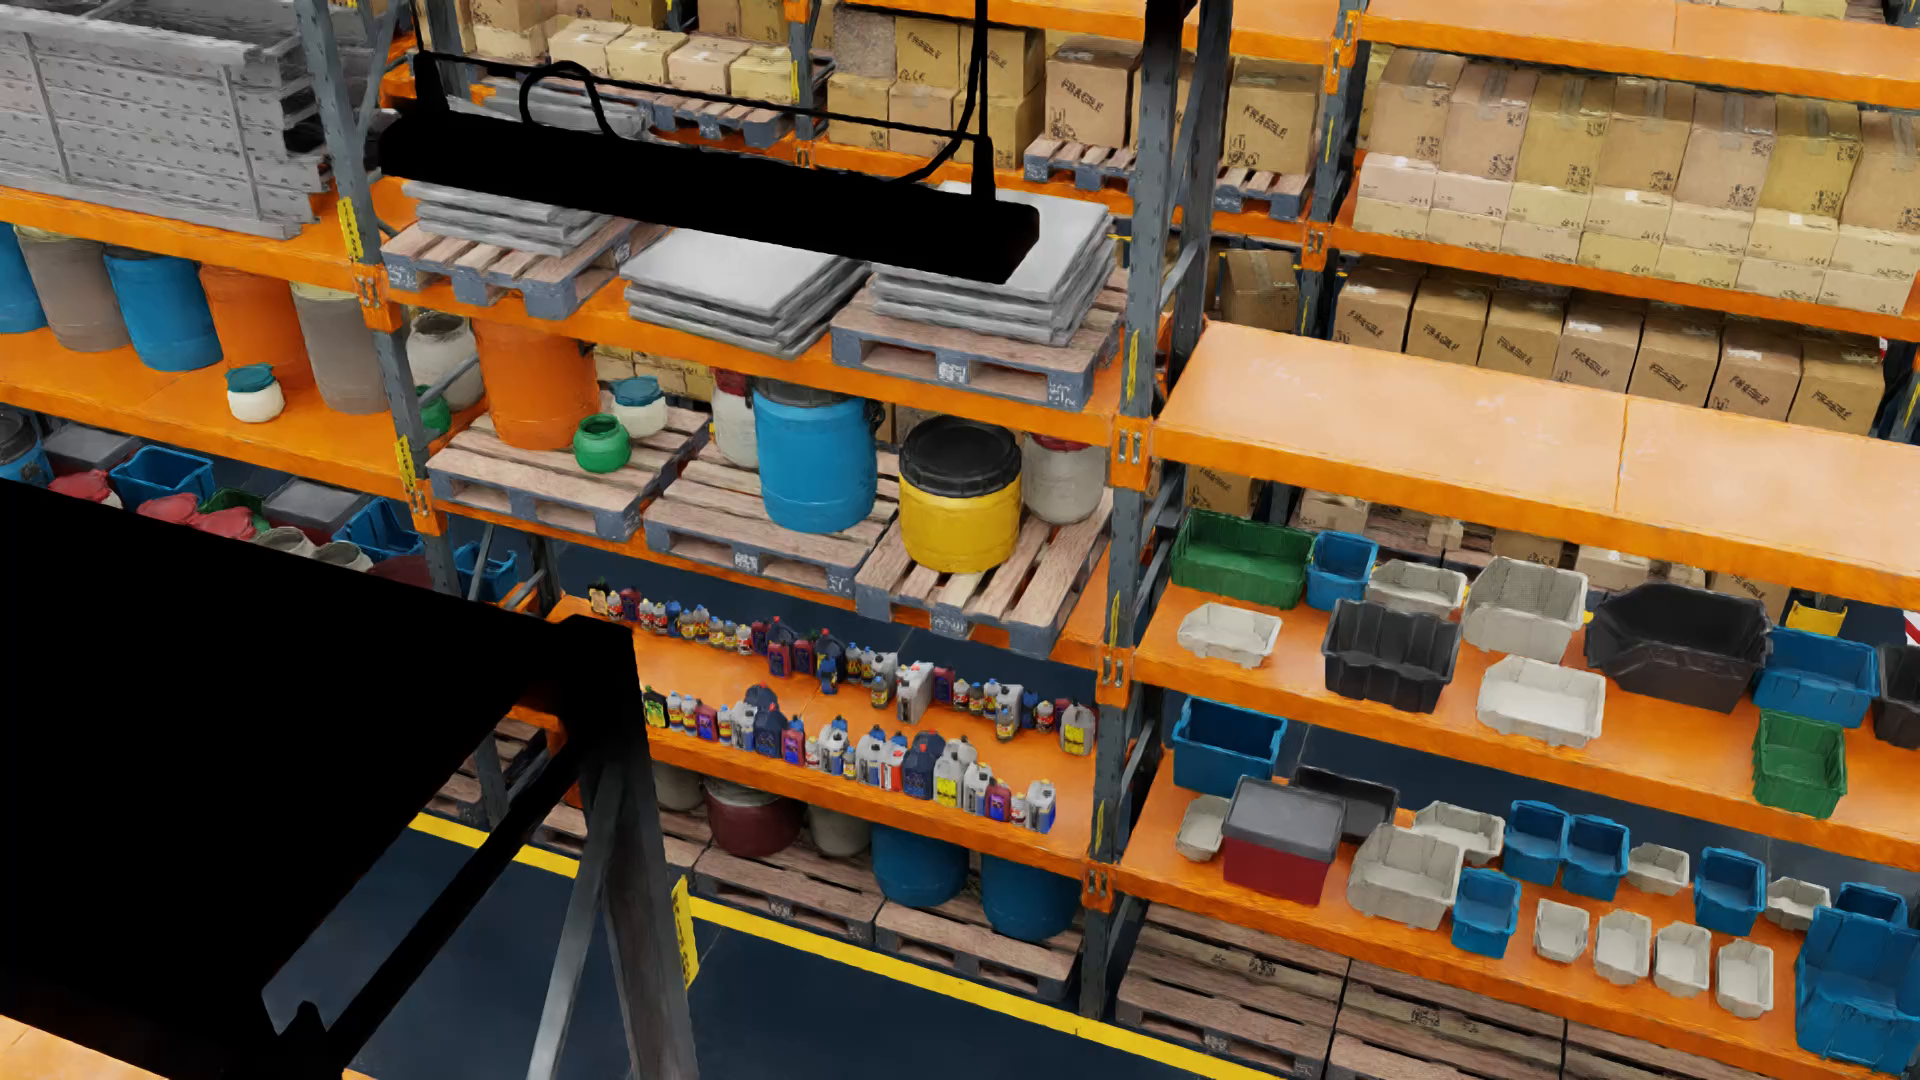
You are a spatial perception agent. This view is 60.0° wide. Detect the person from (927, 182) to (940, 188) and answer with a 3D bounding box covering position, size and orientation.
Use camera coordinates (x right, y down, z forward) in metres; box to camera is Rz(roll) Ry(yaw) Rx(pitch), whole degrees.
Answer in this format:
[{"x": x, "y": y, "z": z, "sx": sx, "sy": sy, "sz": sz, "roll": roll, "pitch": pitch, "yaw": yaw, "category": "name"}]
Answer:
[{"x": -0.194, "y": -3.756, "z": 17.016, "sx": 1.026, "sy": 1.715, "sz": 0.538, "roll": 8, "pitch": 37, "yaw": 10, "category": "person"}]
